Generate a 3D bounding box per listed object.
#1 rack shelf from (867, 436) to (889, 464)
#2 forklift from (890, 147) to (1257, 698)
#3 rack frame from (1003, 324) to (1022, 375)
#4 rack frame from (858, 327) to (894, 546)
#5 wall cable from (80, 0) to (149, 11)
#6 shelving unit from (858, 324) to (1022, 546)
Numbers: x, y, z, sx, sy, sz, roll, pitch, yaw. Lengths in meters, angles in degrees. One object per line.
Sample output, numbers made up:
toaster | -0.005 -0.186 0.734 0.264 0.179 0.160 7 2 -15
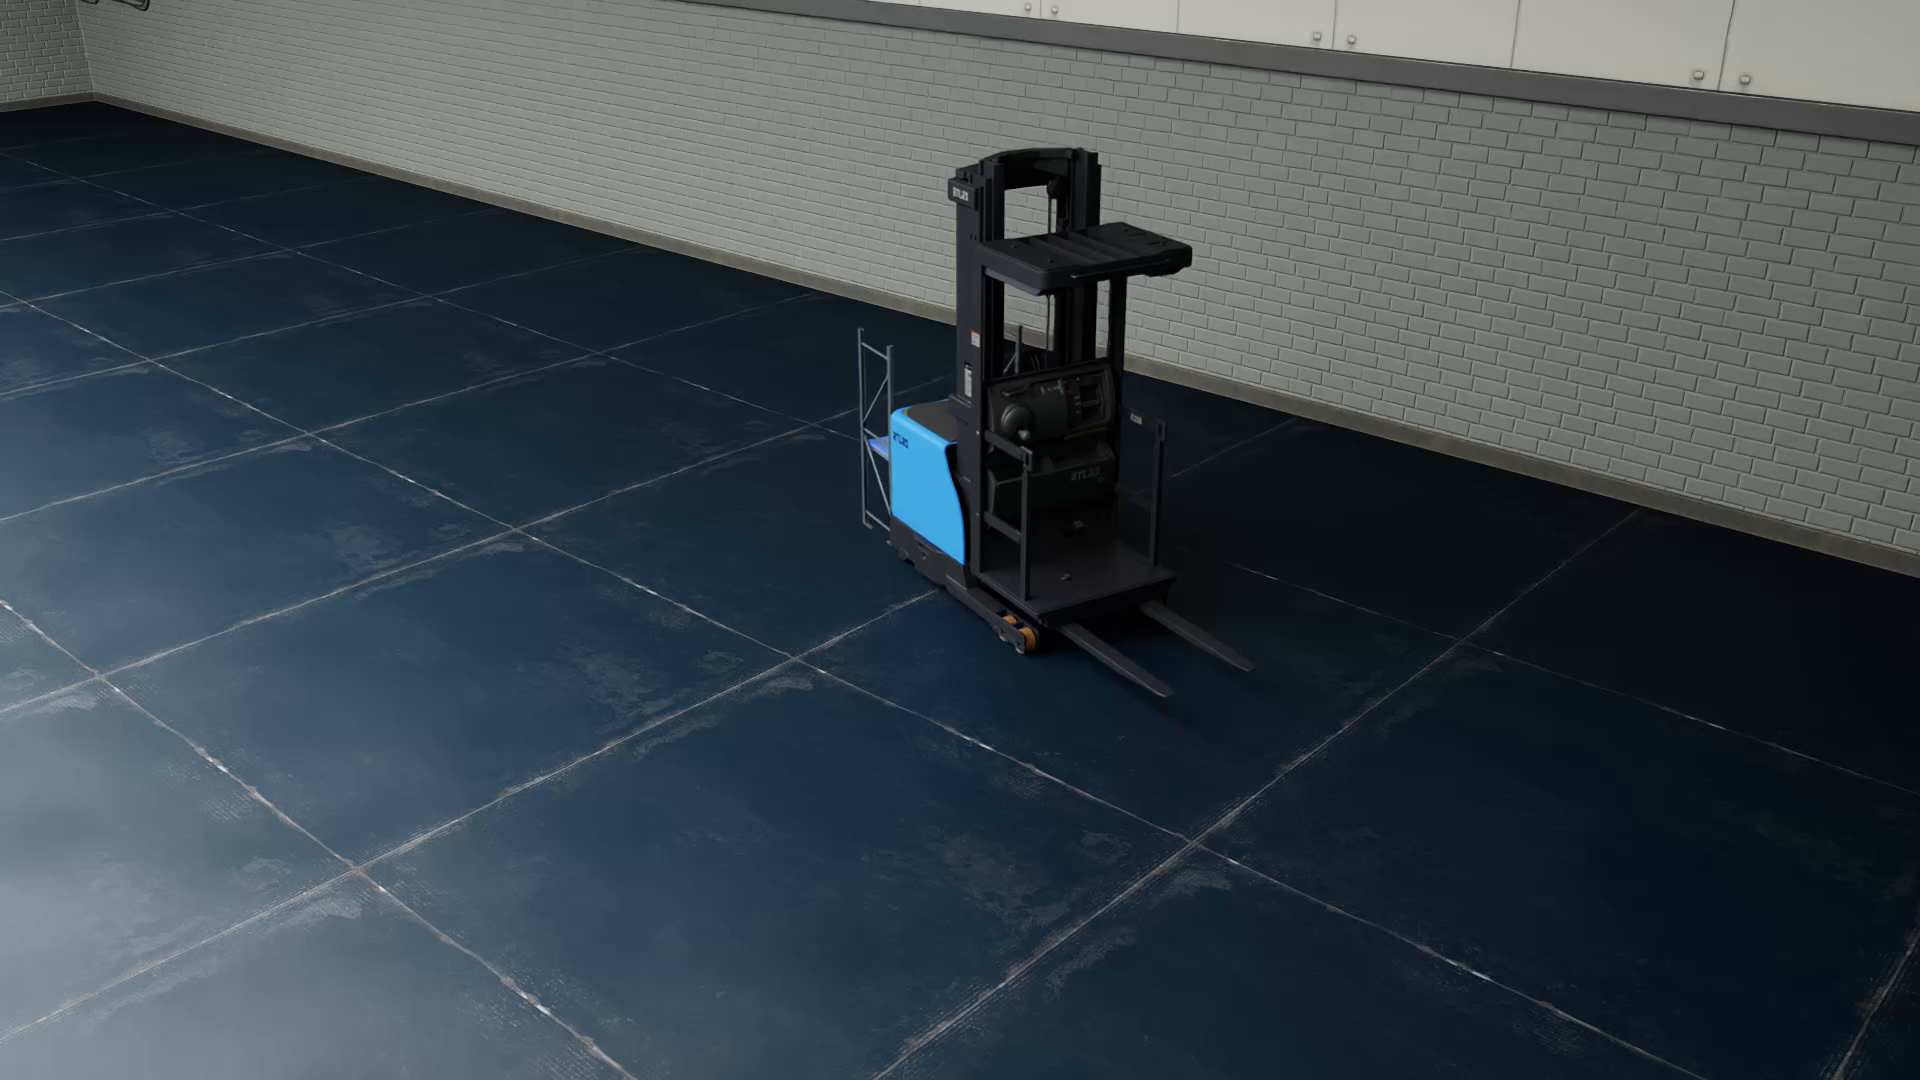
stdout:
rack shelf | -0.141 -0.659 12.125 1.000 0.185 0.538 -13 27 -26
forklift | 0.692 -0.837 10.333 1.130 2.935 3.031 -14 28 -28
rack frame | 0.305 -0.923 12.274 0.032 1.500 0.500 -13 27 -26
rack frame | -0.586 -0.723 11.828 0.032 1.500 0.500 -13 27 -26
wall cable | -14.192 -10.039 27.235 3.097 2.526 0.112 20 31 38
shelving unit | -0.141 -0.823 12.051 1.048 1.500 0.538 -13 27 -26
